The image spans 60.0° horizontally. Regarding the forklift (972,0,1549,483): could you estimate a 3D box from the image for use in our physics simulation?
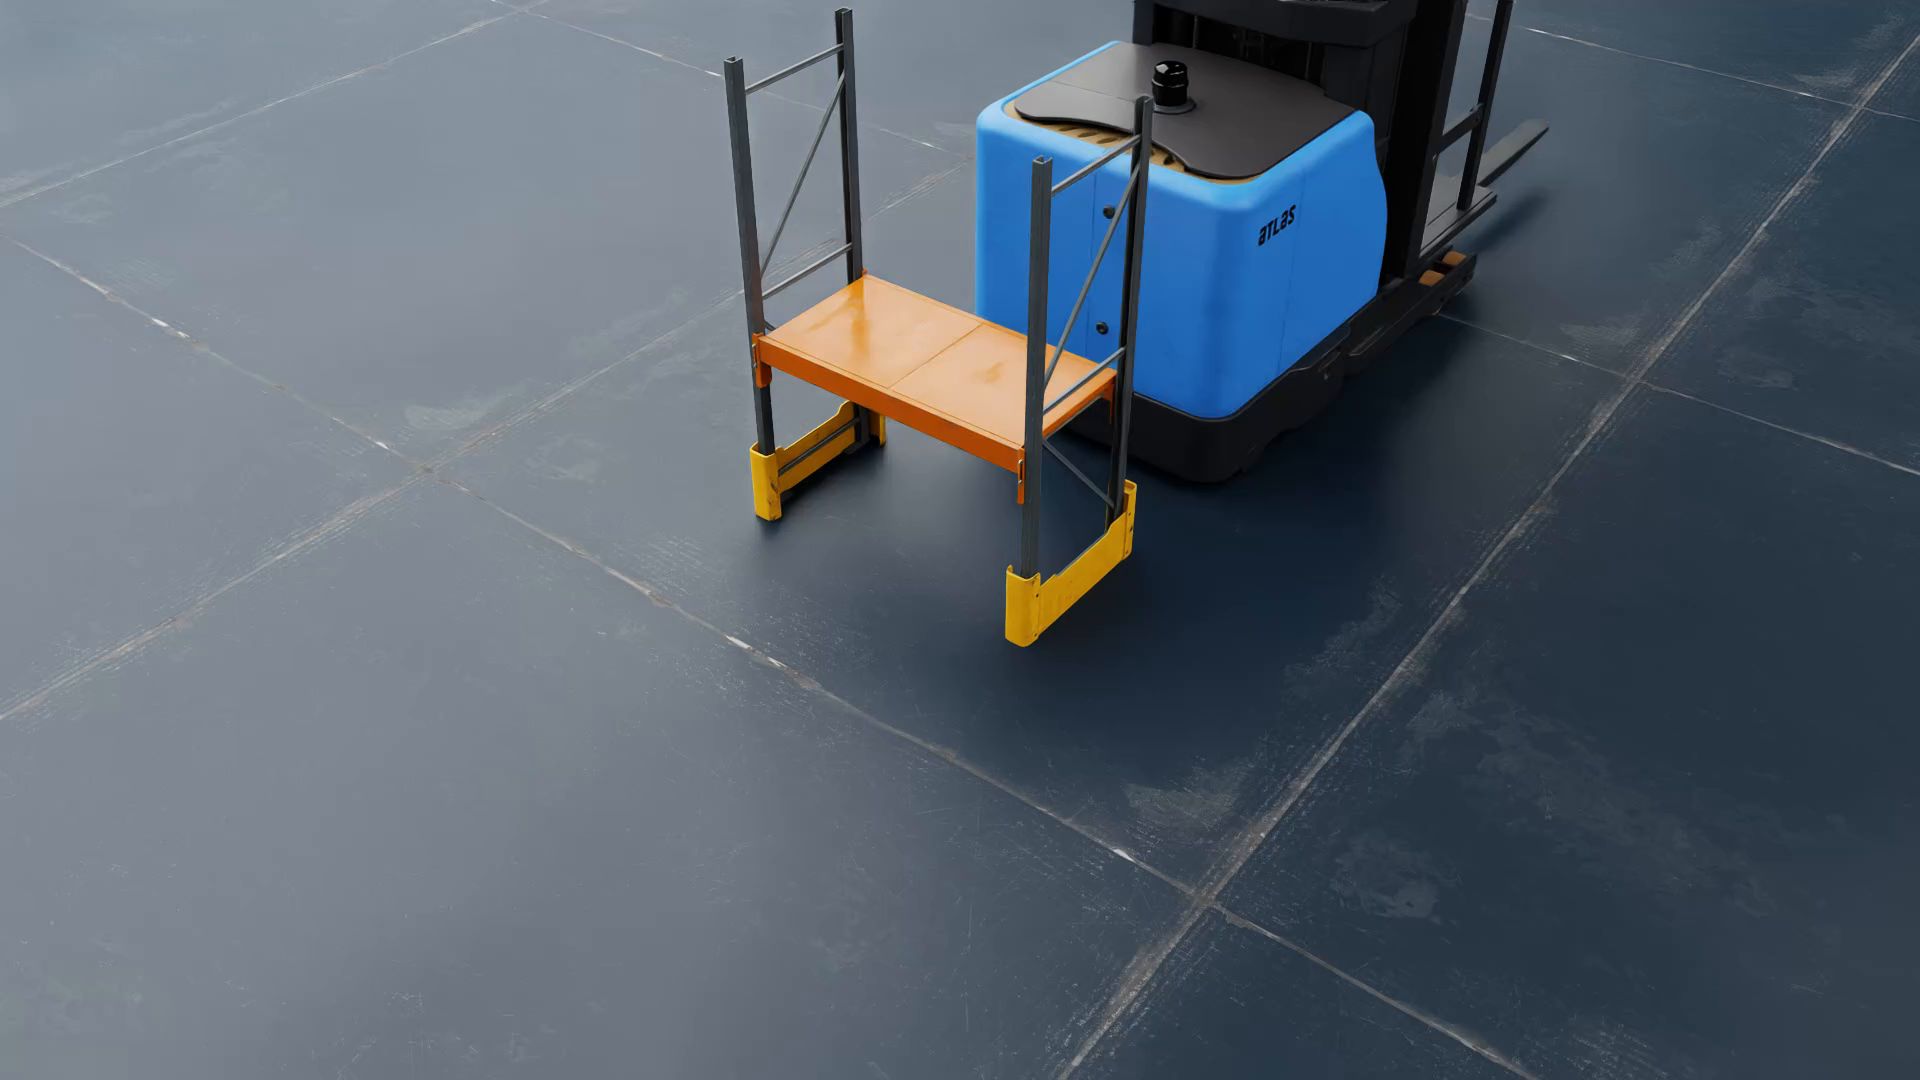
[{"bbox_3d":[1.347,-2.185,5.663,1.130,2.935,3.031,26,45,29],"label":"forklift"}]

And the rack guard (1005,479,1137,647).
[{"bbox_3d":[0.335,0.060,4.971,0.087,0.250,0.587,25,45,29],"label":"rack guard"}]

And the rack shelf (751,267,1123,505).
[{"bbox_3d":[-0.068,-0.481,4.939,1.000,0.185,0.538,25,45,29],"label":"rack shelf"}]

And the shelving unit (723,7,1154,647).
[{"bbox_3d":[-0.061,-0.619,4.824,1.083,1.500,0.587,25,45,29],"label":"shelving unit"}]

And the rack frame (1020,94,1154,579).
[{"bbox_3d":[0.336,-0.432,4.585,0.032,1.500,0.500,25,45,29],"label":"rack frame"}]

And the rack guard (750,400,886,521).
[{"bbox_3d":[-0.456,-0.313,5.448,0.087,0.250,0.587,25,45,29],"label":"rack guard"}]

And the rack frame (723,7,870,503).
[{"bbox_3d":[-0.472,-0.813,5.072,0.032,1.500,0.500,25,45,29],"label":"rack frame"}]
